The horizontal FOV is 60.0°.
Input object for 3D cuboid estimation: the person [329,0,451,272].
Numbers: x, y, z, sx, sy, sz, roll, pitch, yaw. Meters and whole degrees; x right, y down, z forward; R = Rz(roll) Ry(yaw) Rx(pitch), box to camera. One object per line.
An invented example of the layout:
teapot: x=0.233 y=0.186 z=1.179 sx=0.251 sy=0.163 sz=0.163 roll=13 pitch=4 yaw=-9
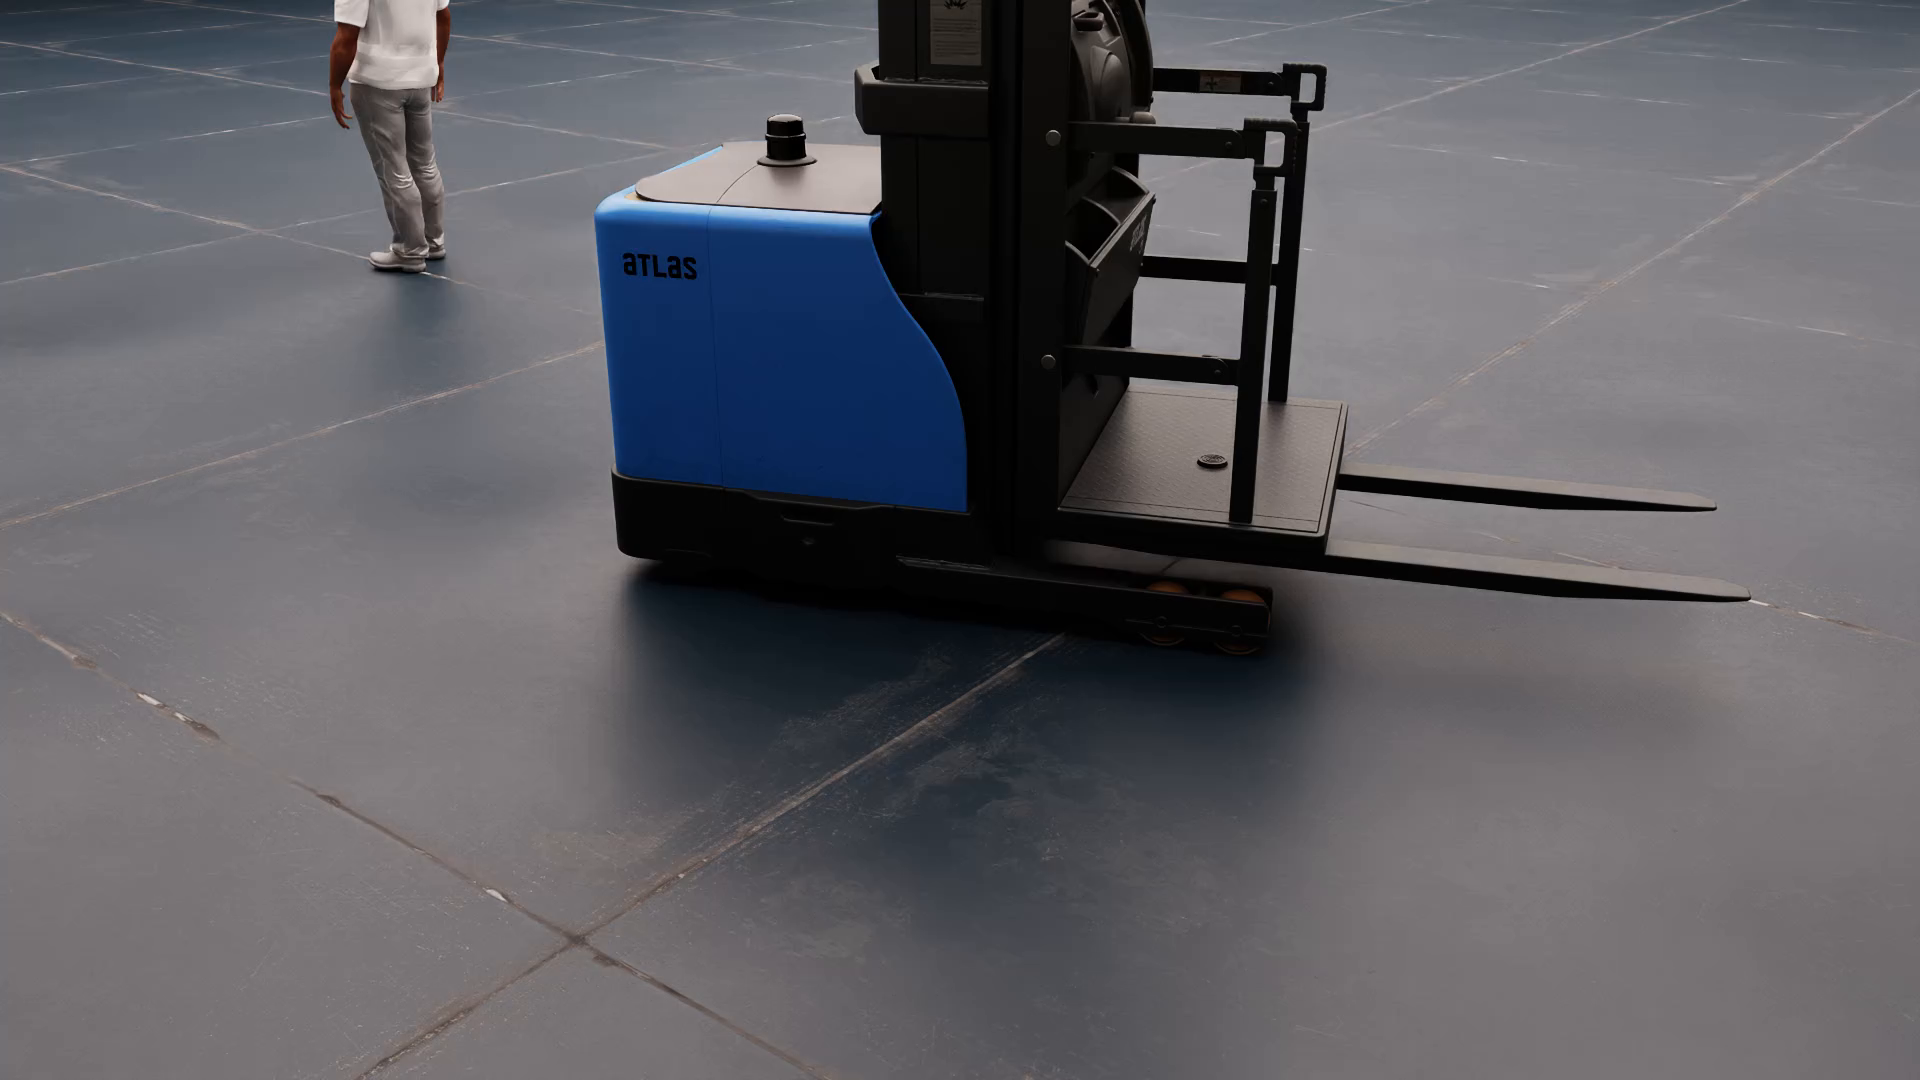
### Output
person: x=-2.676 y=-2.130 z=7.688 sx=0.576 sy=1.766 sz=0.666 roll=13 pitch=27 yaw=28

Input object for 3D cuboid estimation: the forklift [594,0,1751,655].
forklift: x=0.587 y=-1.281 z=4.284 sx=3.031 sy=2.935 sz=1.130 roll=6 pitch=24 yaw=14
